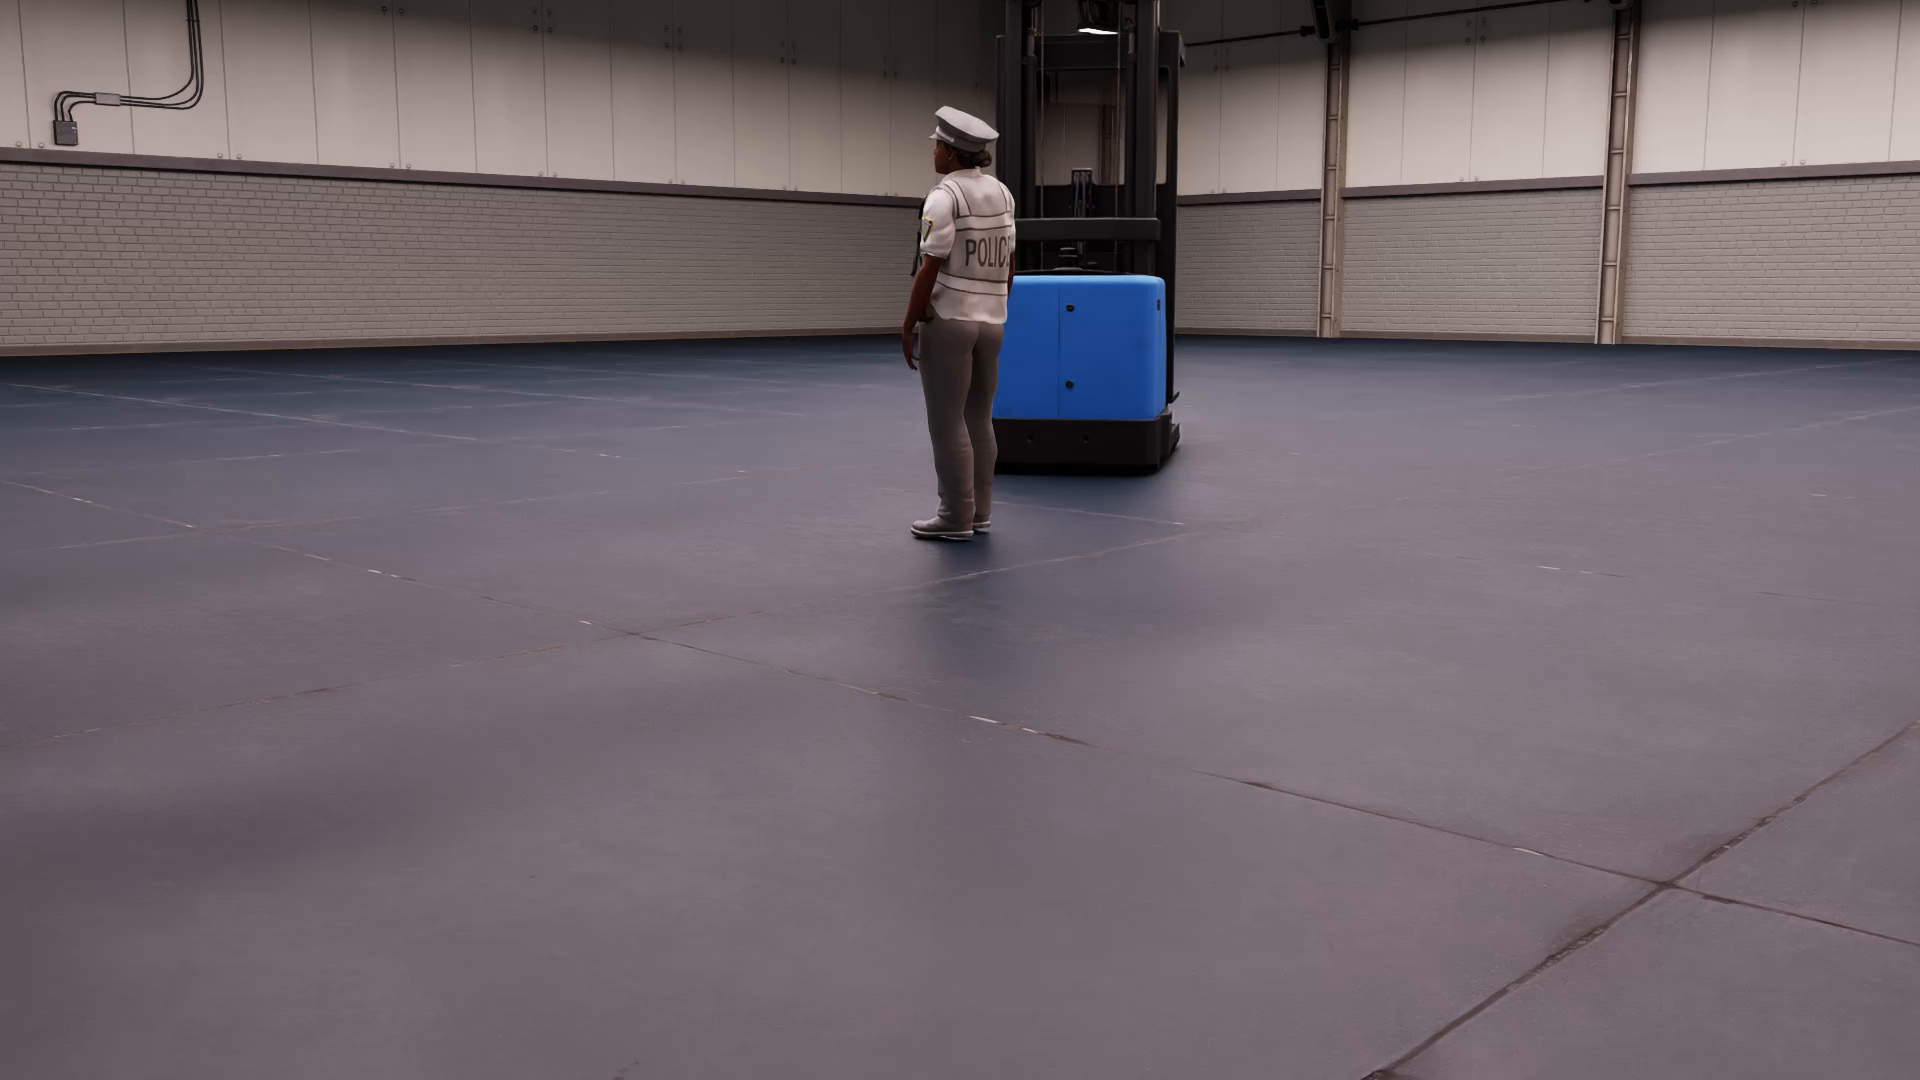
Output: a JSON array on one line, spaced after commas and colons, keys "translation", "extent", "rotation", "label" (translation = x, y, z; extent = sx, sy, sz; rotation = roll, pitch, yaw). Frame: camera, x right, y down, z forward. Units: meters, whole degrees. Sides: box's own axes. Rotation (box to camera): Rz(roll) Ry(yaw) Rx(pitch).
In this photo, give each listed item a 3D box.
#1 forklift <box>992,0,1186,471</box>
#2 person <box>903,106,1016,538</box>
[{"translation": [0.801, -2.012, 10.238], "extent": [1.130, 2.935, 3.031], "rotation": [2, 9, 10], "label": "forklift"}, {"translation": [-0.041, -0.855, 6.655], "extent": [0.528, 1.697, 0.570], "rotation": [8, 12, 43], "label": "person"}]
